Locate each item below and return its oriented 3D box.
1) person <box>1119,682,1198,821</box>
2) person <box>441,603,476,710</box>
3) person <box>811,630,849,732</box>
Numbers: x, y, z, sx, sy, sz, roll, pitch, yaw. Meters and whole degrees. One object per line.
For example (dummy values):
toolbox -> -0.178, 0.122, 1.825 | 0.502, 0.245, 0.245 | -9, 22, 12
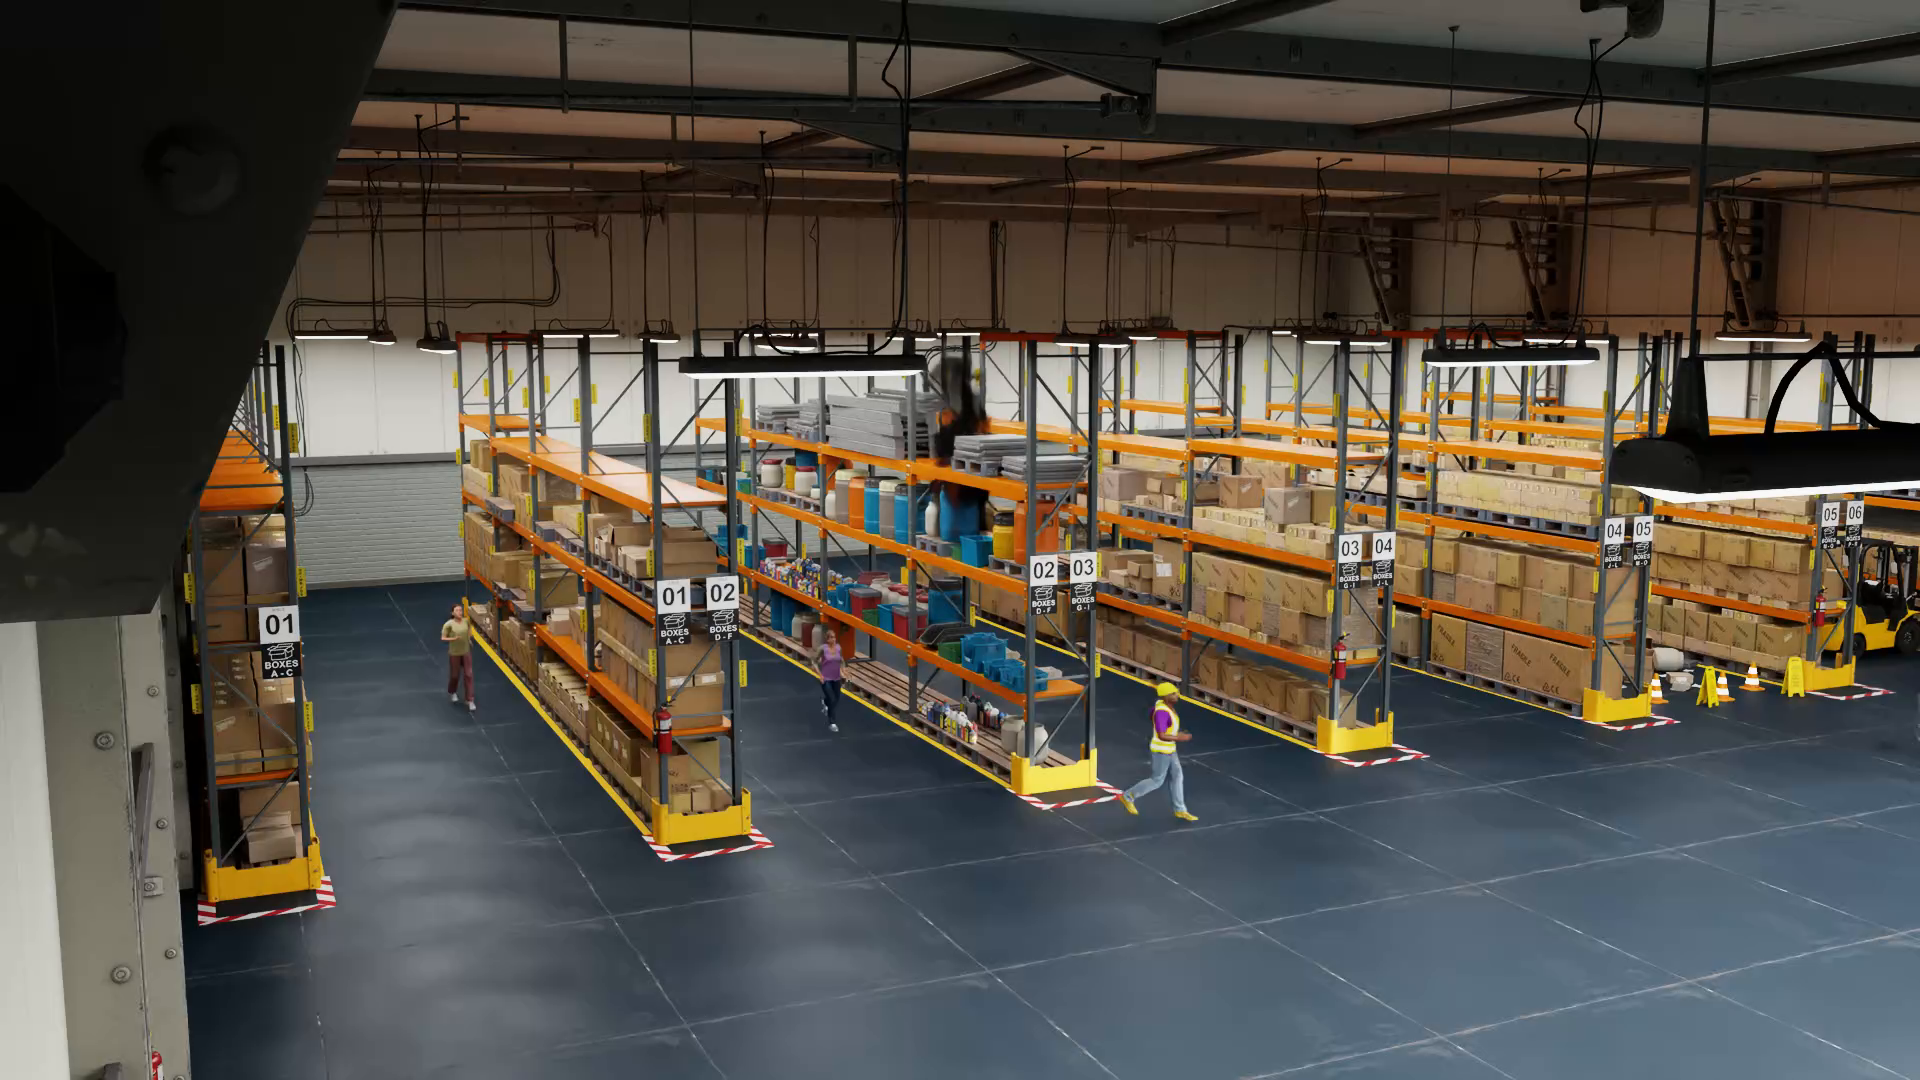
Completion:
person -> 2.514, 2.651, 20.882 | 0.978, 1.772, 0.710 | 2, 8, 13
person -> -8.114, 1.859, 26.927 | 0.570, 1.688, 0.904 | -5, 9, -34
person -> -2.039, 2.137, 25.590 | 0.525, 1.554, 0.681 | -4, 9, -29
